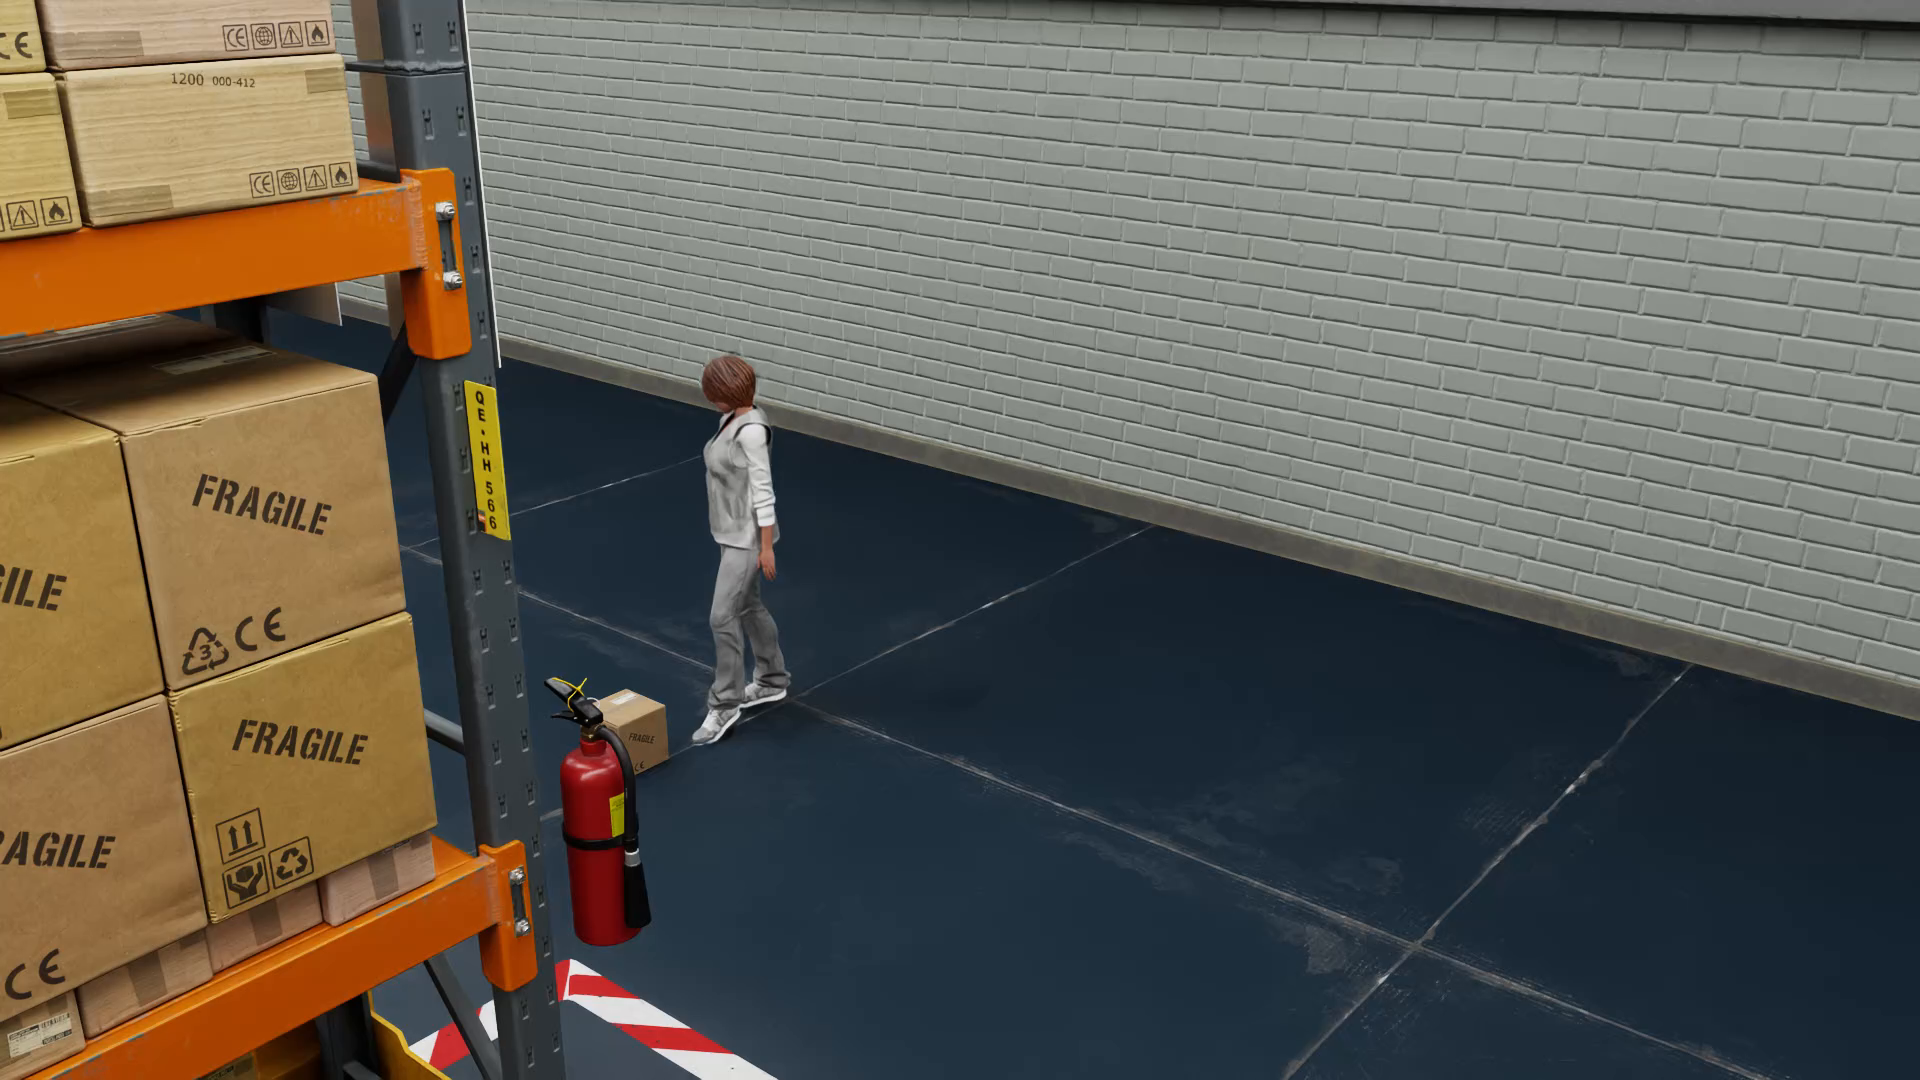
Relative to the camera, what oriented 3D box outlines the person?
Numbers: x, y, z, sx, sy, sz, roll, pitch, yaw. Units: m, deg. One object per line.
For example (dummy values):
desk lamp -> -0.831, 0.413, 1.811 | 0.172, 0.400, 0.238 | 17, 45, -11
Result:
person -> -0.966, 0.032, 7.027 | 0.482, 1.613, 0.461 | -6, 21, -16
